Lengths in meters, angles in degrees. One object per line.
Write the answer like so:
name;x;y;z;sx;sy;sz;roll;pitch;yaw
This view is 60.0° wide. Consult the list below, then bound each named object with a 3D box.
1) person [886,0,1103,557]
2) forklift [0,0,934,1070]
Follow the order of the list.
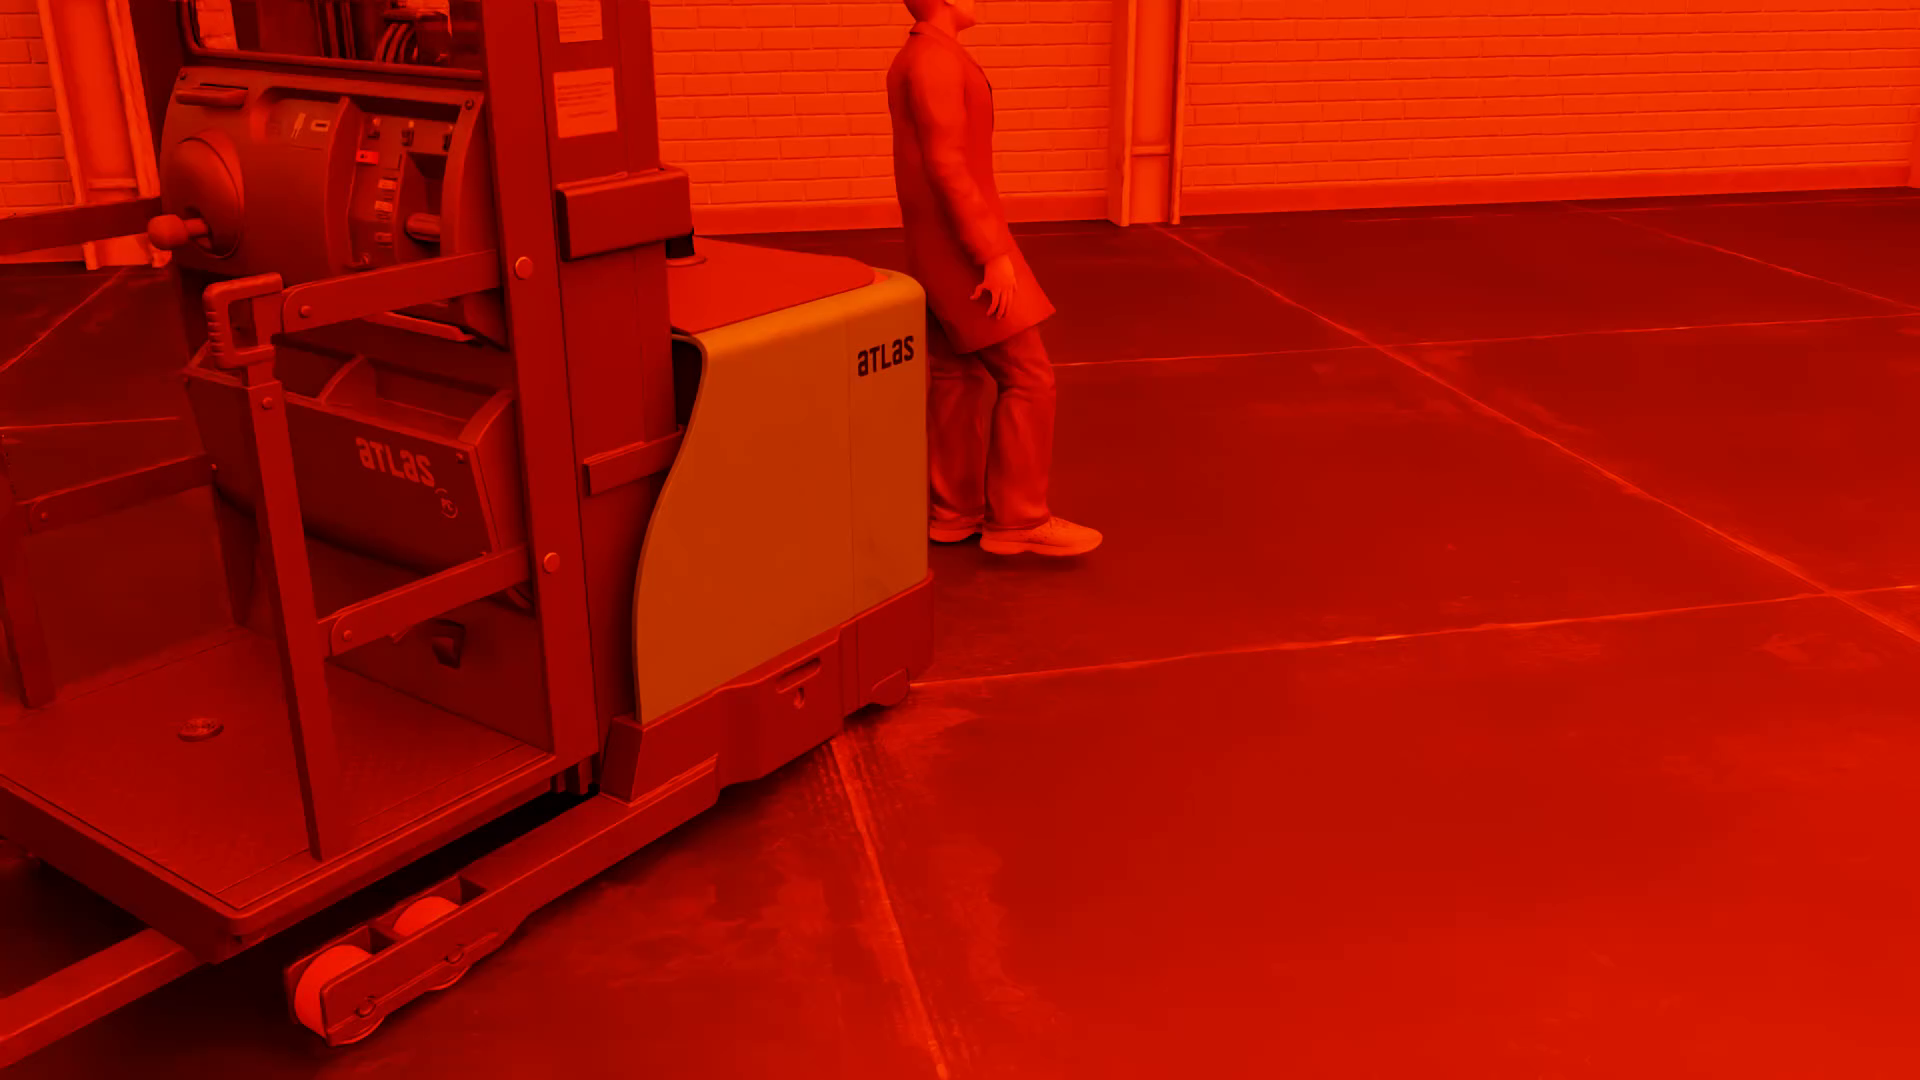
person;0.091;-0.843;4.994;0.580;1.777;0.698;-5;21;-12
forklift;-1.334;-0.671;2.950;1.130;2.935;3.031;14;25;33
